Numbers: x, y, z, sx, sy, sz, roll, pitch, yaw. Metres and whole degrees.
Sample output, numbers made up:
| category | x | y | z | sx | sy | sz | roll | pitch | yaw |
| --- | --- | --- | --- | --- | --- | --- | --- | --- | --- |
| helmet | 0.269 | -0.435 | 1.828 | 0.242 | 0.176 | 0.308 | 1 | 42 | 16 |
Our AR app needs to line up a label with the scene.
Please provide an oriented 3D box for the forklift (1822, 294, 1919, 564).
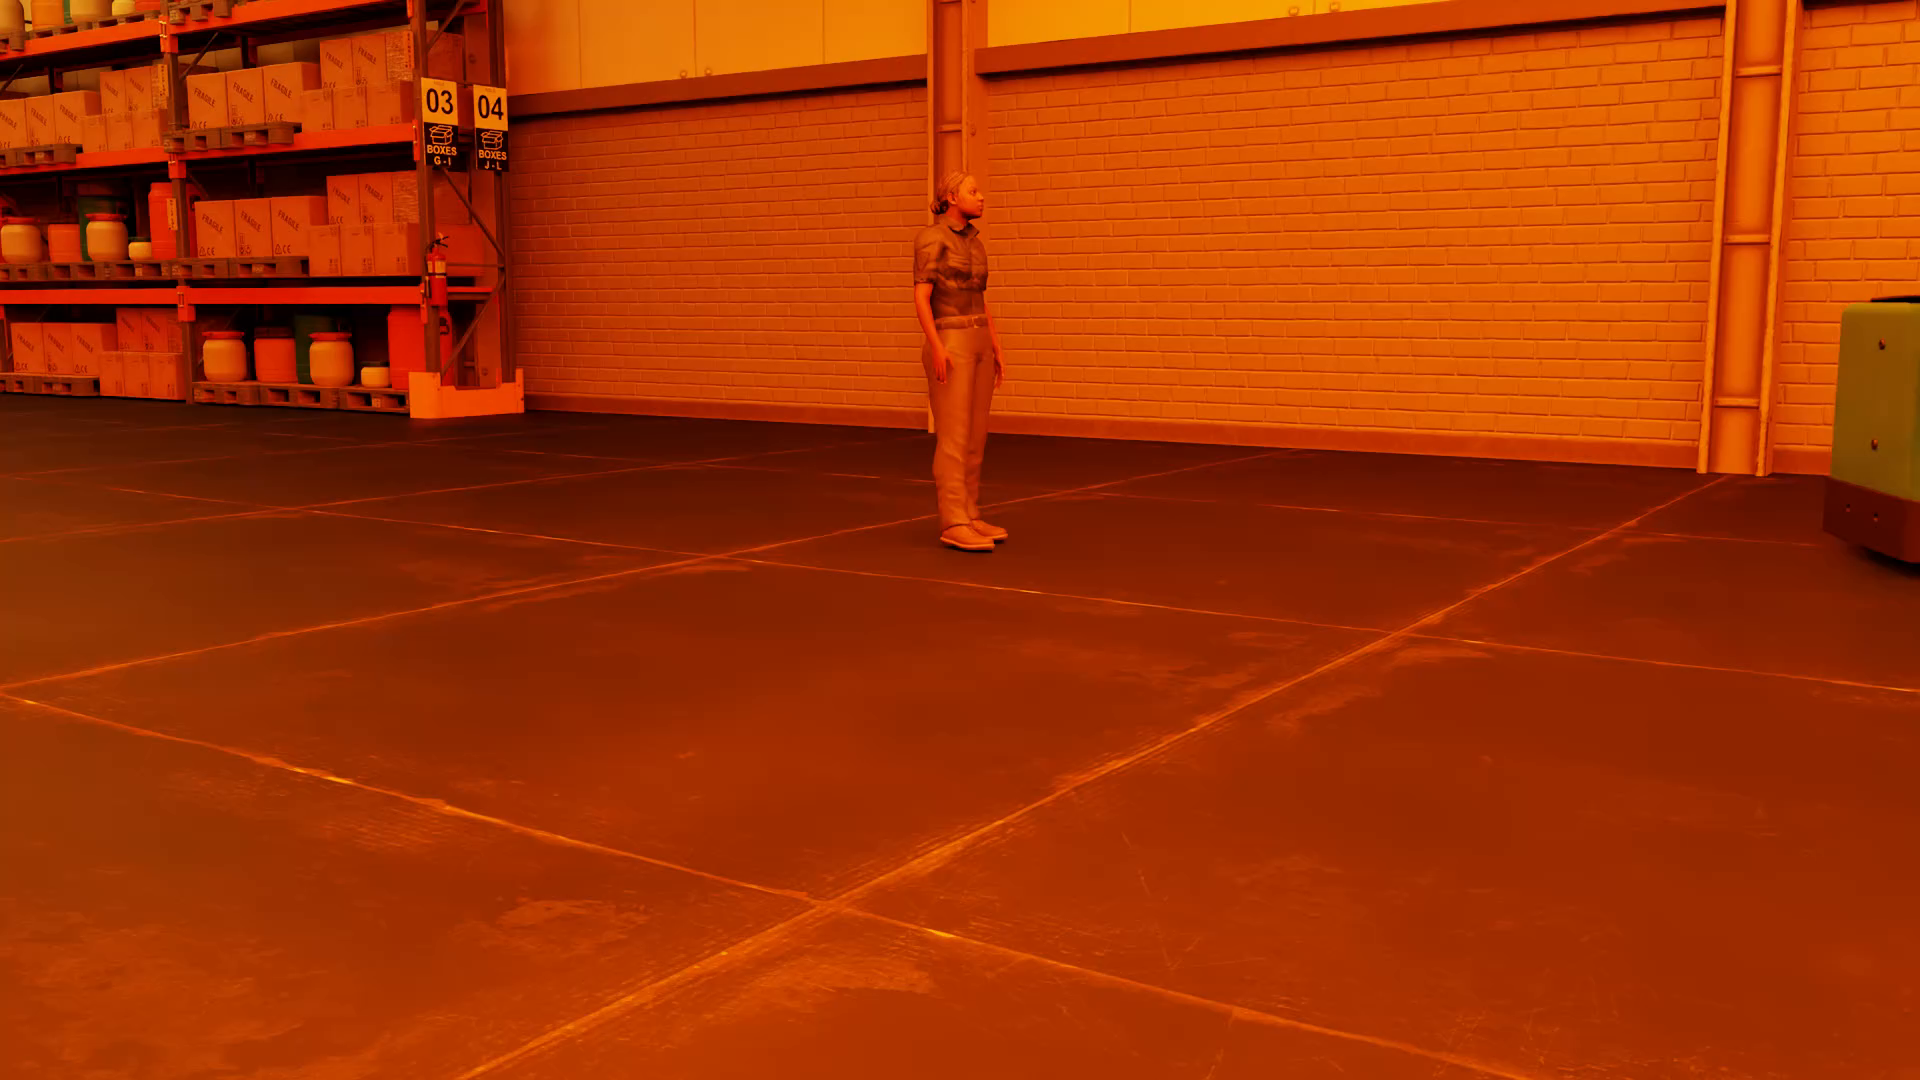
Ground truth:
| category | x | y | z | sx | sy | sz | roll | pitch | yaw |
| --- | --- | --- | --- | --- | --- | --- | --- | --- | --- |
| forklift | 5.251 | -1.326 | 6.516 | 3.031 | 2.935 | 1.130 | 1 | 8 | 9 |

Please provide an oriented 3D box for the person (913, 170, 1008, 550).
| category | x | y | z | sx | sy | sz | roll | pitch | yaw |
| --- | --- | --- | --- | --- | --- | --- | --- | --- | --- |
| person | 0.061 | -0.817 | 7.421 | 0.504 | 1.654 | 0.569 | 5 | 10 | 34 |
